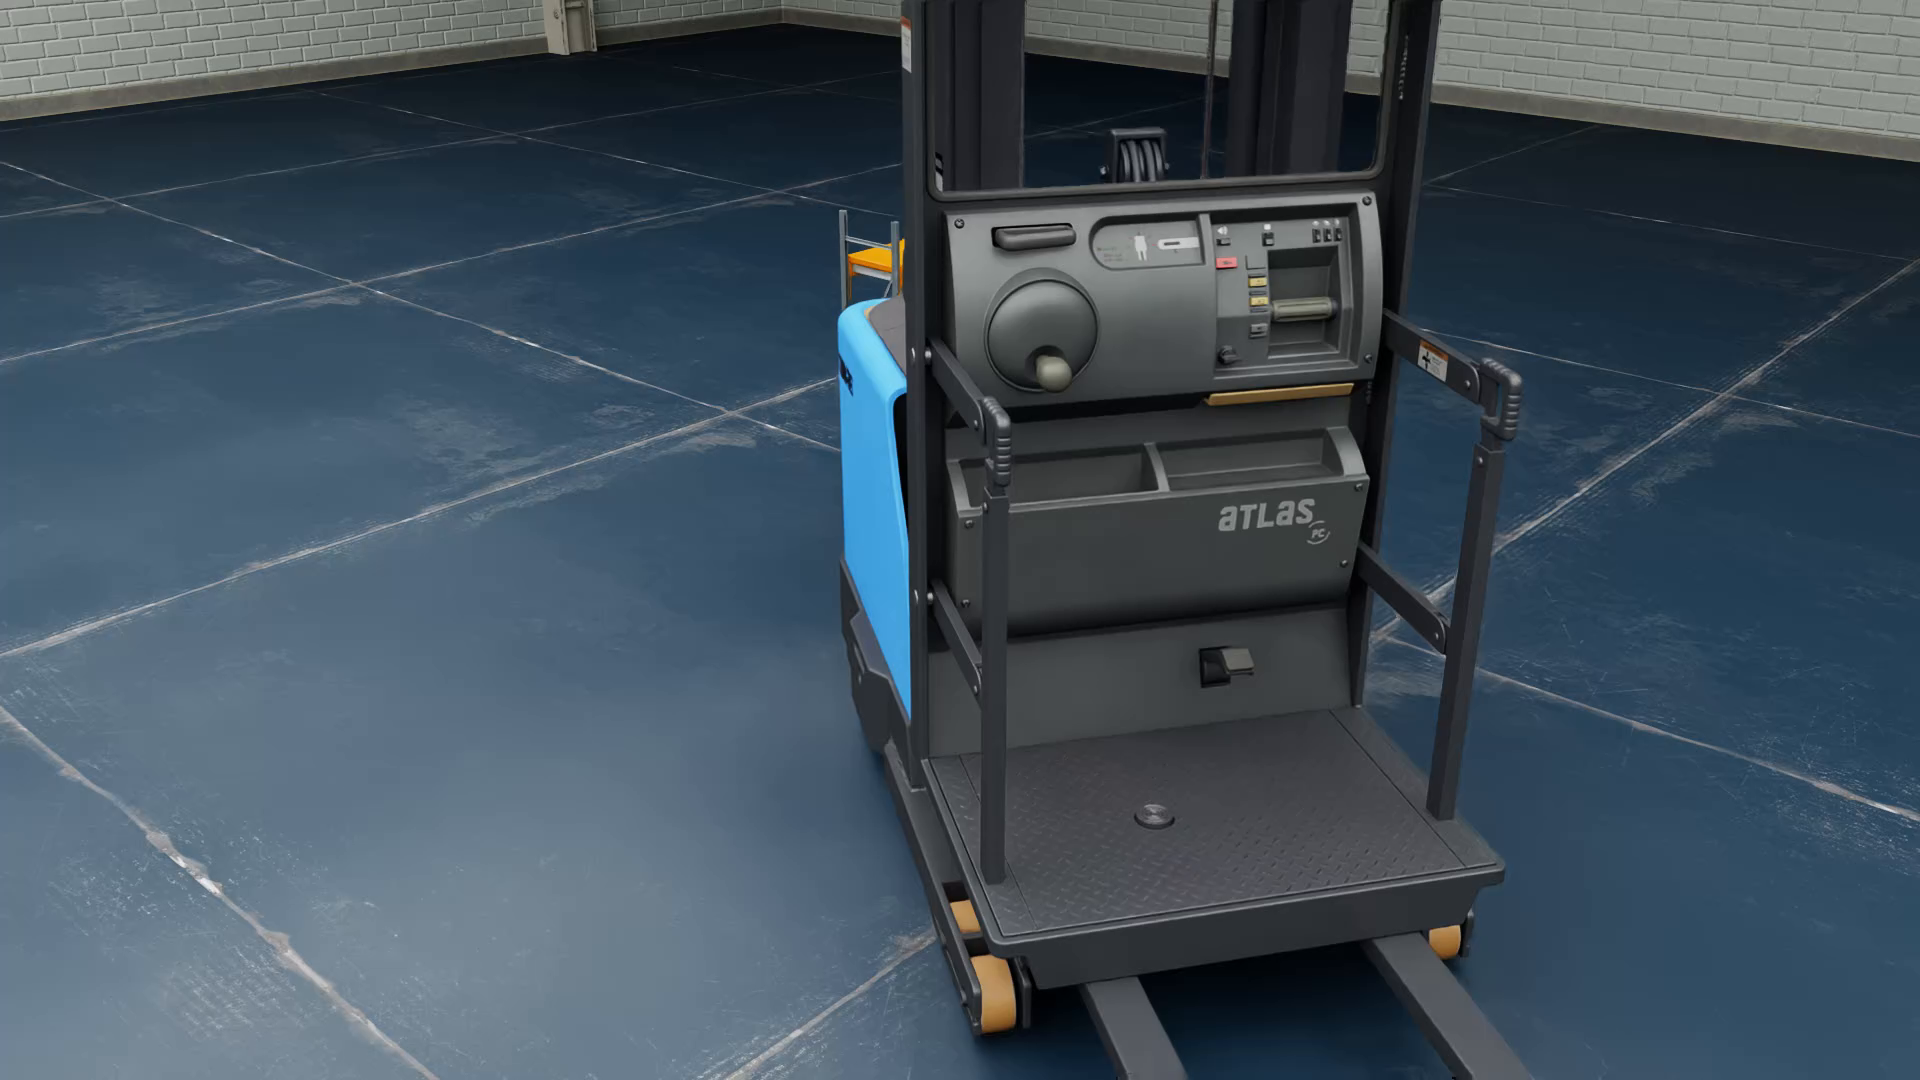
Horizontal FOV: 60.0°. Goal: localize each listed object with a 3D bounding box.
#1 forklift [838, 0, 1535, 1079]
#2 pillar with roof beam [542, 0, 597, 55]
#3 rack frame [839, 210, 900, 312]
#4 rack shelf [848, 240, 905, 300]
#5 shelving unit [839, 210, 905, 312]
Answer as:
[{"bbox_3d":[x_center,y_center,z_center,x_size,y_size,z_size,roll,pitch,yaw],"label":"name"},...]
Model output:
[{"bbox_3d":[0.484,-0.482,3.241,1.130,2.935,3.031,-6,25,-12],"label":"forklift"},{"bbox_3d":[-0.684,-7.833,12.221,9.100,9.000,0.400,20,31,38],"label":"pillar with roof beam"},{"bbox_3d":[-0.273,-0.423,5.226,0.240,1.200,0.015,20,31,38],"label":"rack frame"},{"bbox_3d":[-0.110,-0.856,5.231,0.258,0.148,0.480,20,31,38],"label":"rack shelf"},{"bbox_3d":[-0.110,-0.497,5.392,0.258,1.200,0.503,20,31,38],"label":"shelving unit"}]
